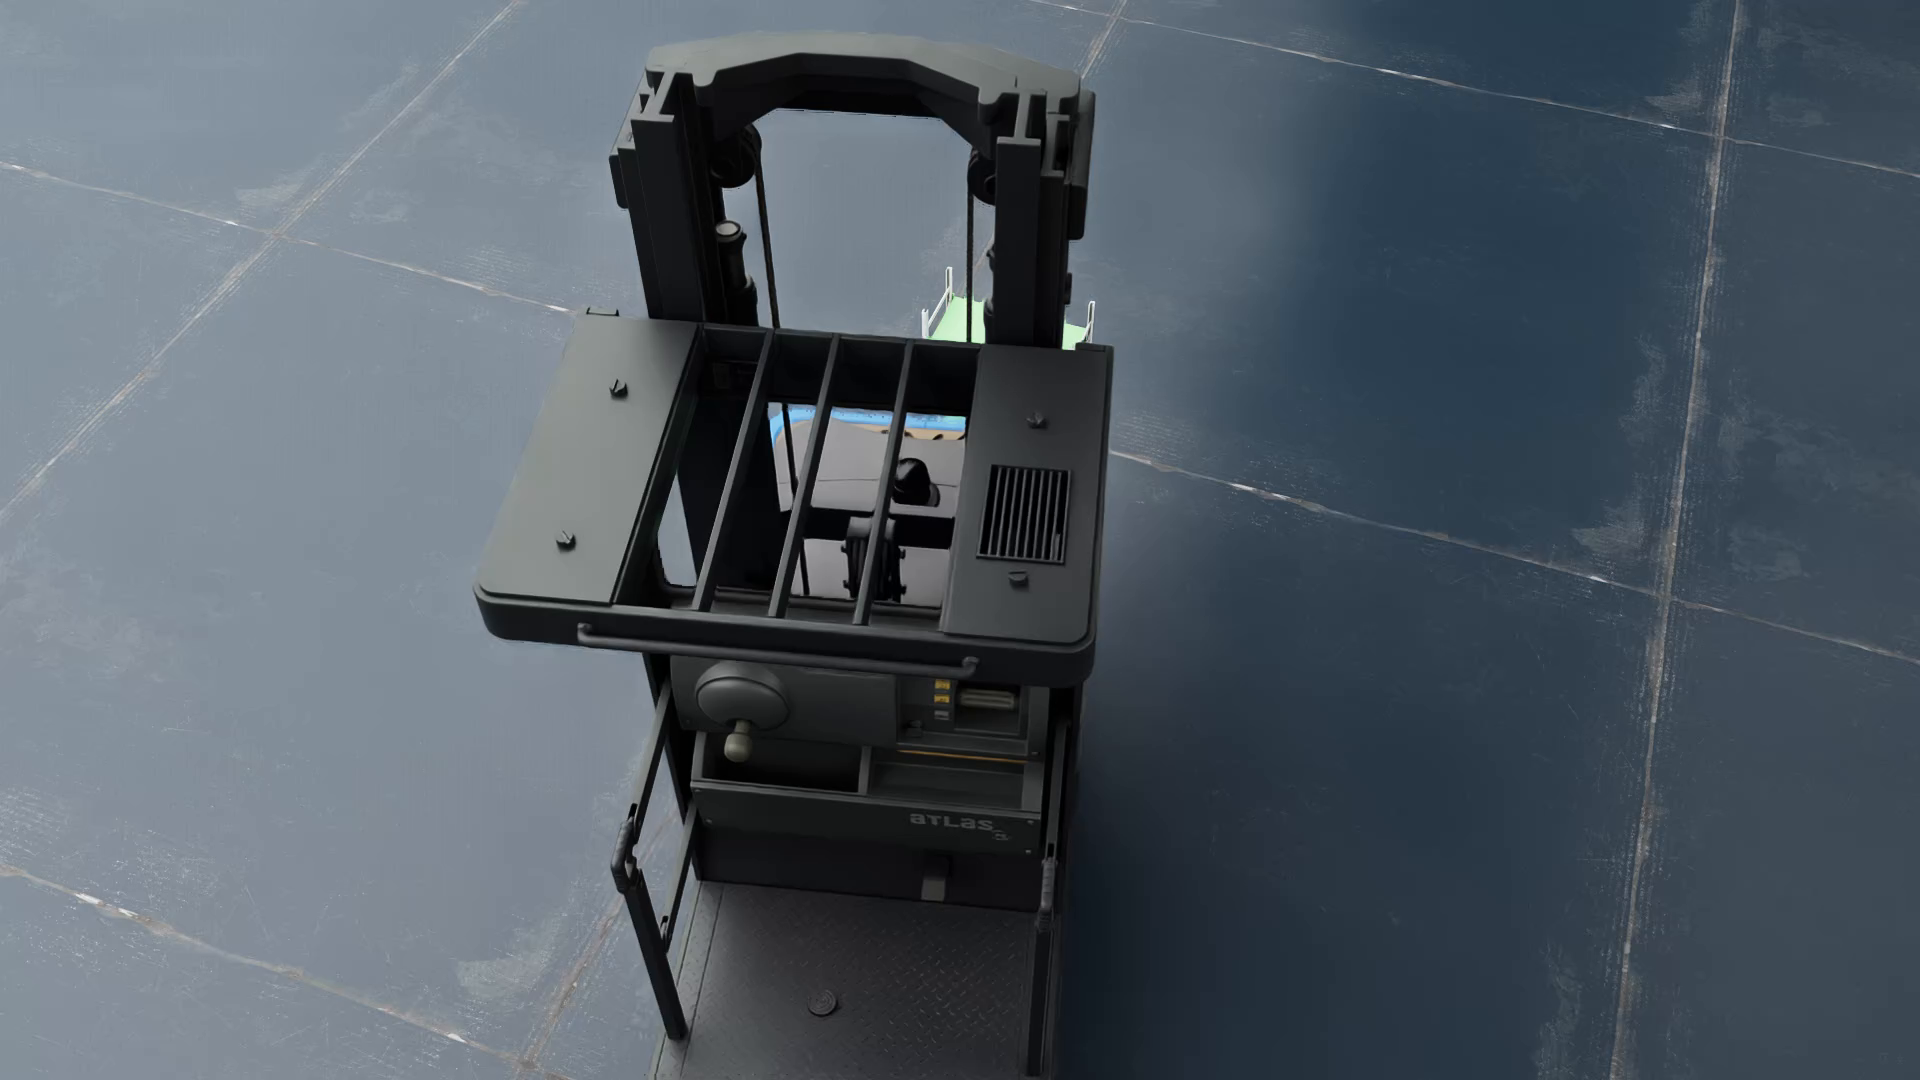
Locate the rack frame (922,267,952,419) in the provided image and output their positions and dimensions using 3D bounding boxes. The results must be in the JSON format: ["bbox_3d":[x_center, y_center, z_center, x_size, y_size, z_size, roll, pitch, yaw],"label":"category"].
[{"bbox_3d":[-0.074,-0.414,5.814,0.015,1.200,0.240,16,51,13],"label":"rack frame"}]

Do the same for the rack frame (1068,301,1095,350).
[{"bbox_3d":[0.384,-0.286,5.704,0.015,1.200,0.240,16,51,13],"label":"rack frame"}]

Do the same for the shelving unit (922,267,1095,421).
[{"bbox_3d":[0.155,-0.350,5.759,0.503,1.200,0.258,16,51,13],"label":"shelving unit"}]

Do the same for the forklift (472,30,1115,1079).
[{"bbox_3d":[-0.264,0.473,3.901,1.130,2.935,3.031,5,49,4],"label":"forklift"}]

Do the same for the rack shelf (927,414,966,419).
[{"bbox_3d":[0.155,-0.465,5.626,0.480,0.148,0.258,16,51,13],"label":"rack shelf"}]

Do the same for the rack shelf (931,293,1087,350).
[{"bbox_3d":[0.155,-0.622,5.445,0.480,0.148,0.258,16,51,13],"label":"rack shelf"}]

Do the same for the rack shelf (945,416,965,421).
[{"bbox_3d":[0.155,-0.308,5.807,0.480,0.148,0.258,16,51,13],"label":"rack shelf"}]
